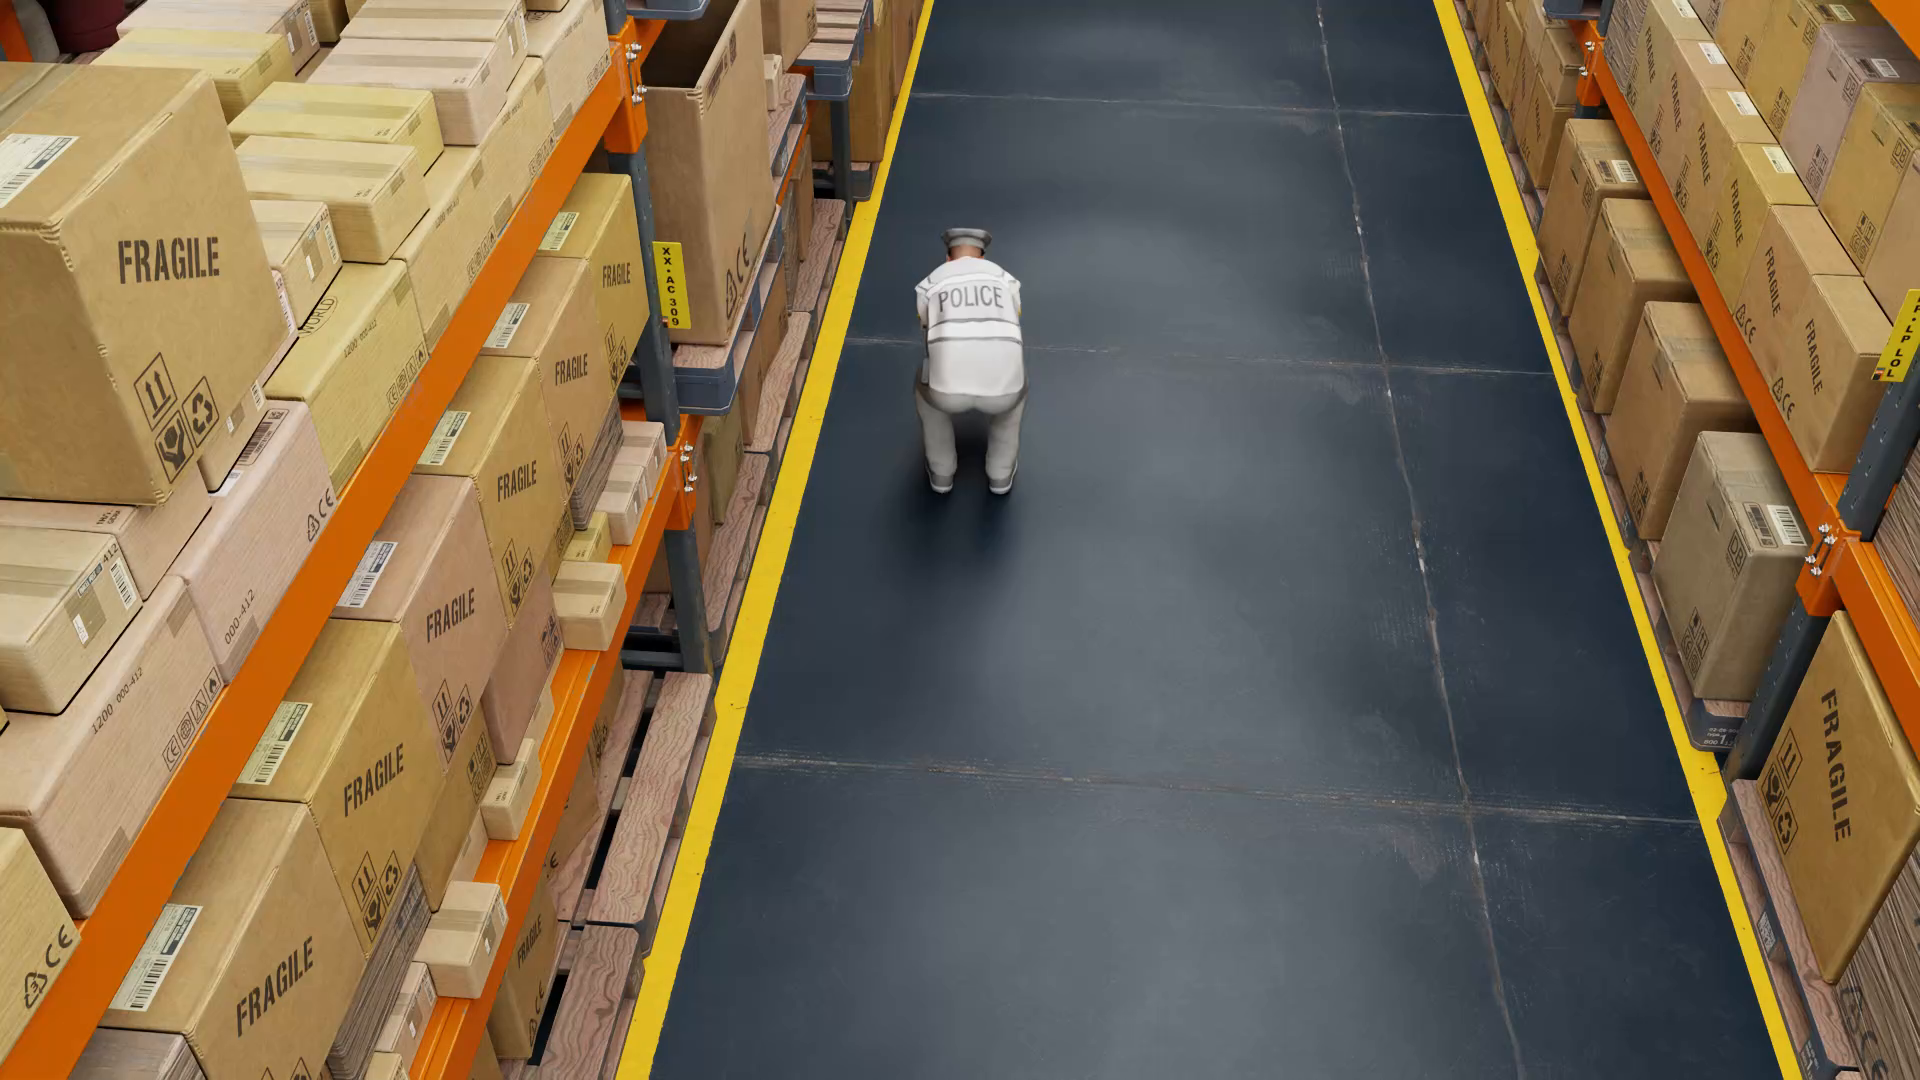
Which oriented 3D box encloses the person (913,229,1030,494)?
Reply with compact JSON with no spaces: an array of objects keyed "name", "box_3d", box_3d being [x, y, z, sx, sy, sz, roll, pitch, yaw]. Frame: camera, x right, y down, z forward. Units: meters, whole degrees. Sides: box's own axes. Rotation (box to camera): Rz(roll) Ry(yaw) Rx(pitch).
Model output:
[{"name":"person","box_3d":[0.053,-0.812,7.695,0.544,1.027,1.019,0,40,0]}]
